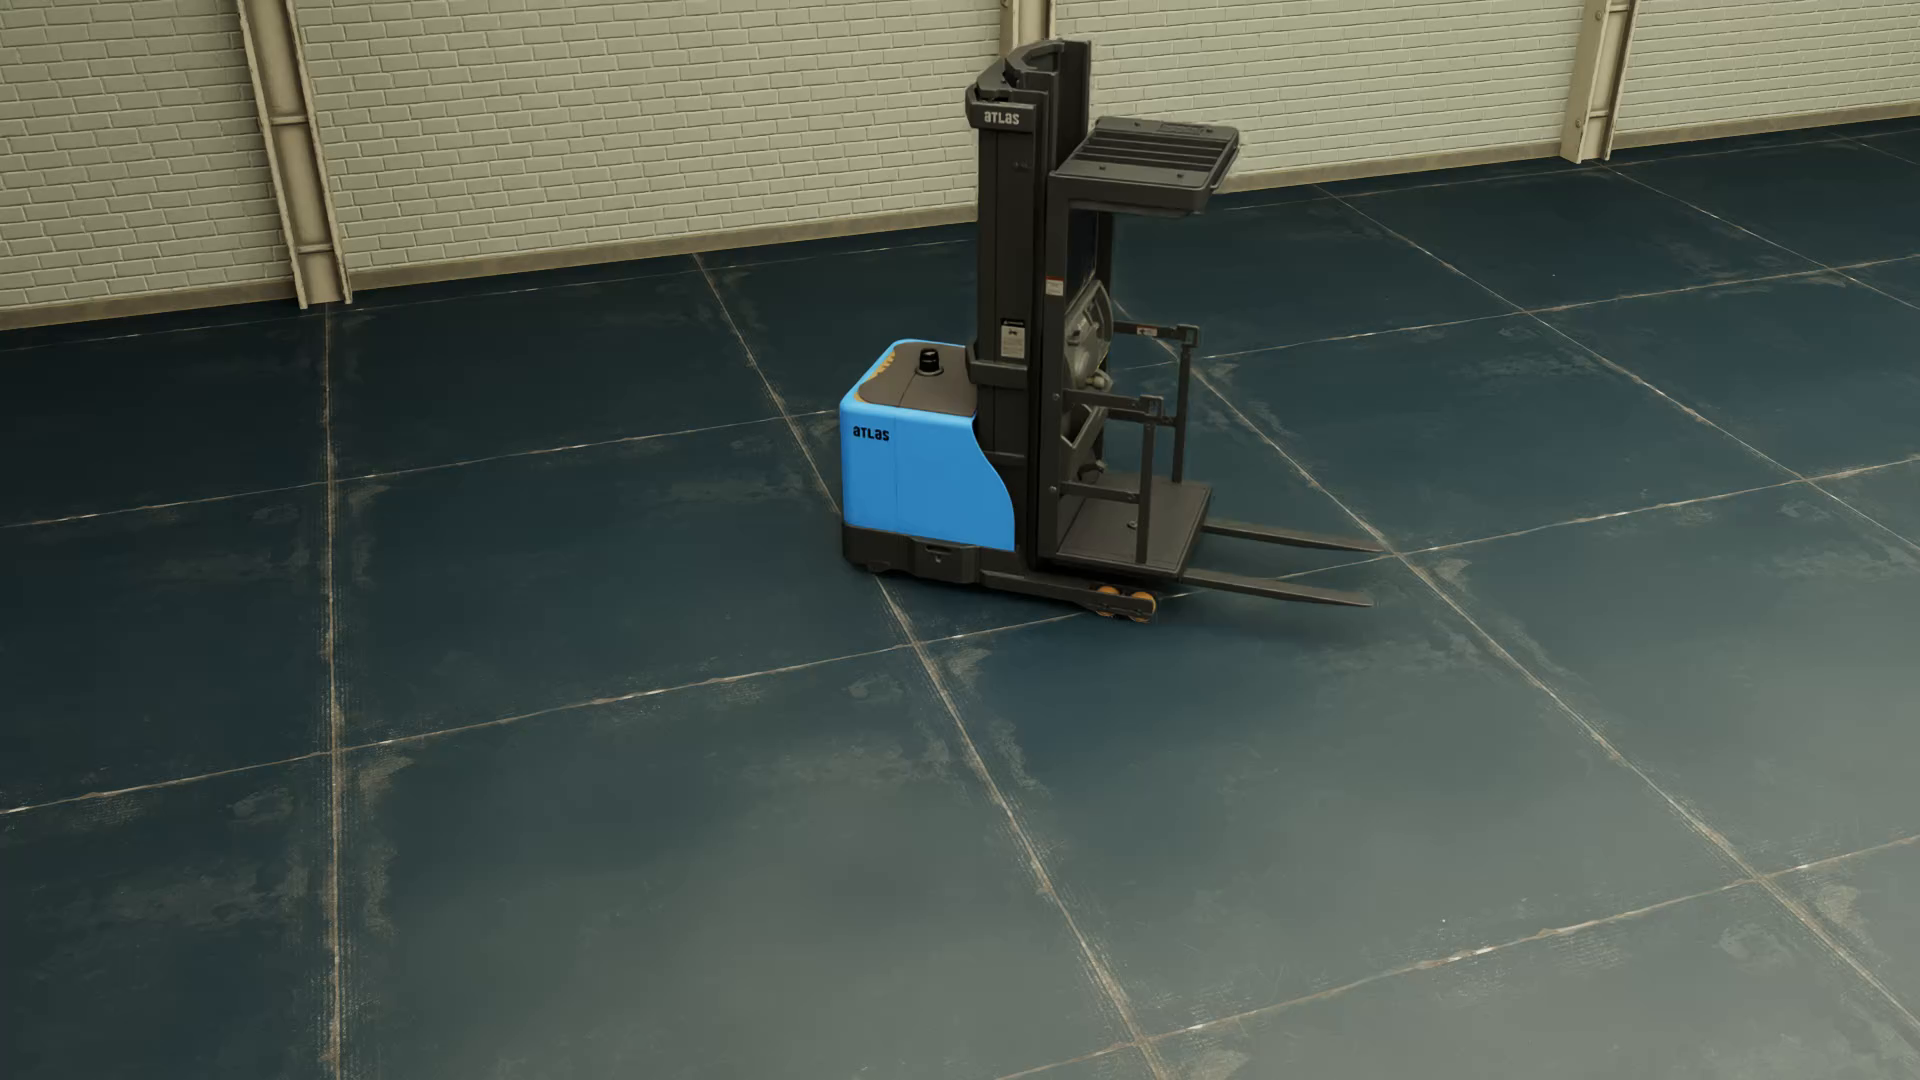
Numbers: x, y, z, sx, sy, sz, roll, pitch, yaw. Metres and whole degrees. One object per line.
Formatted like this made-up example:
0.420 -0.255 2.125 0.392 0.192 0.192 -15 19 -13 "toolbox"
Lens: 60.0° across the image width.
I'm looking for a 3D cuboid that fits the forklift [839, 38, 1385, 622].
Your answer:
0.888 -1.111 9.018 3.031 2.935 1.130 9 31 15 "forklift"
